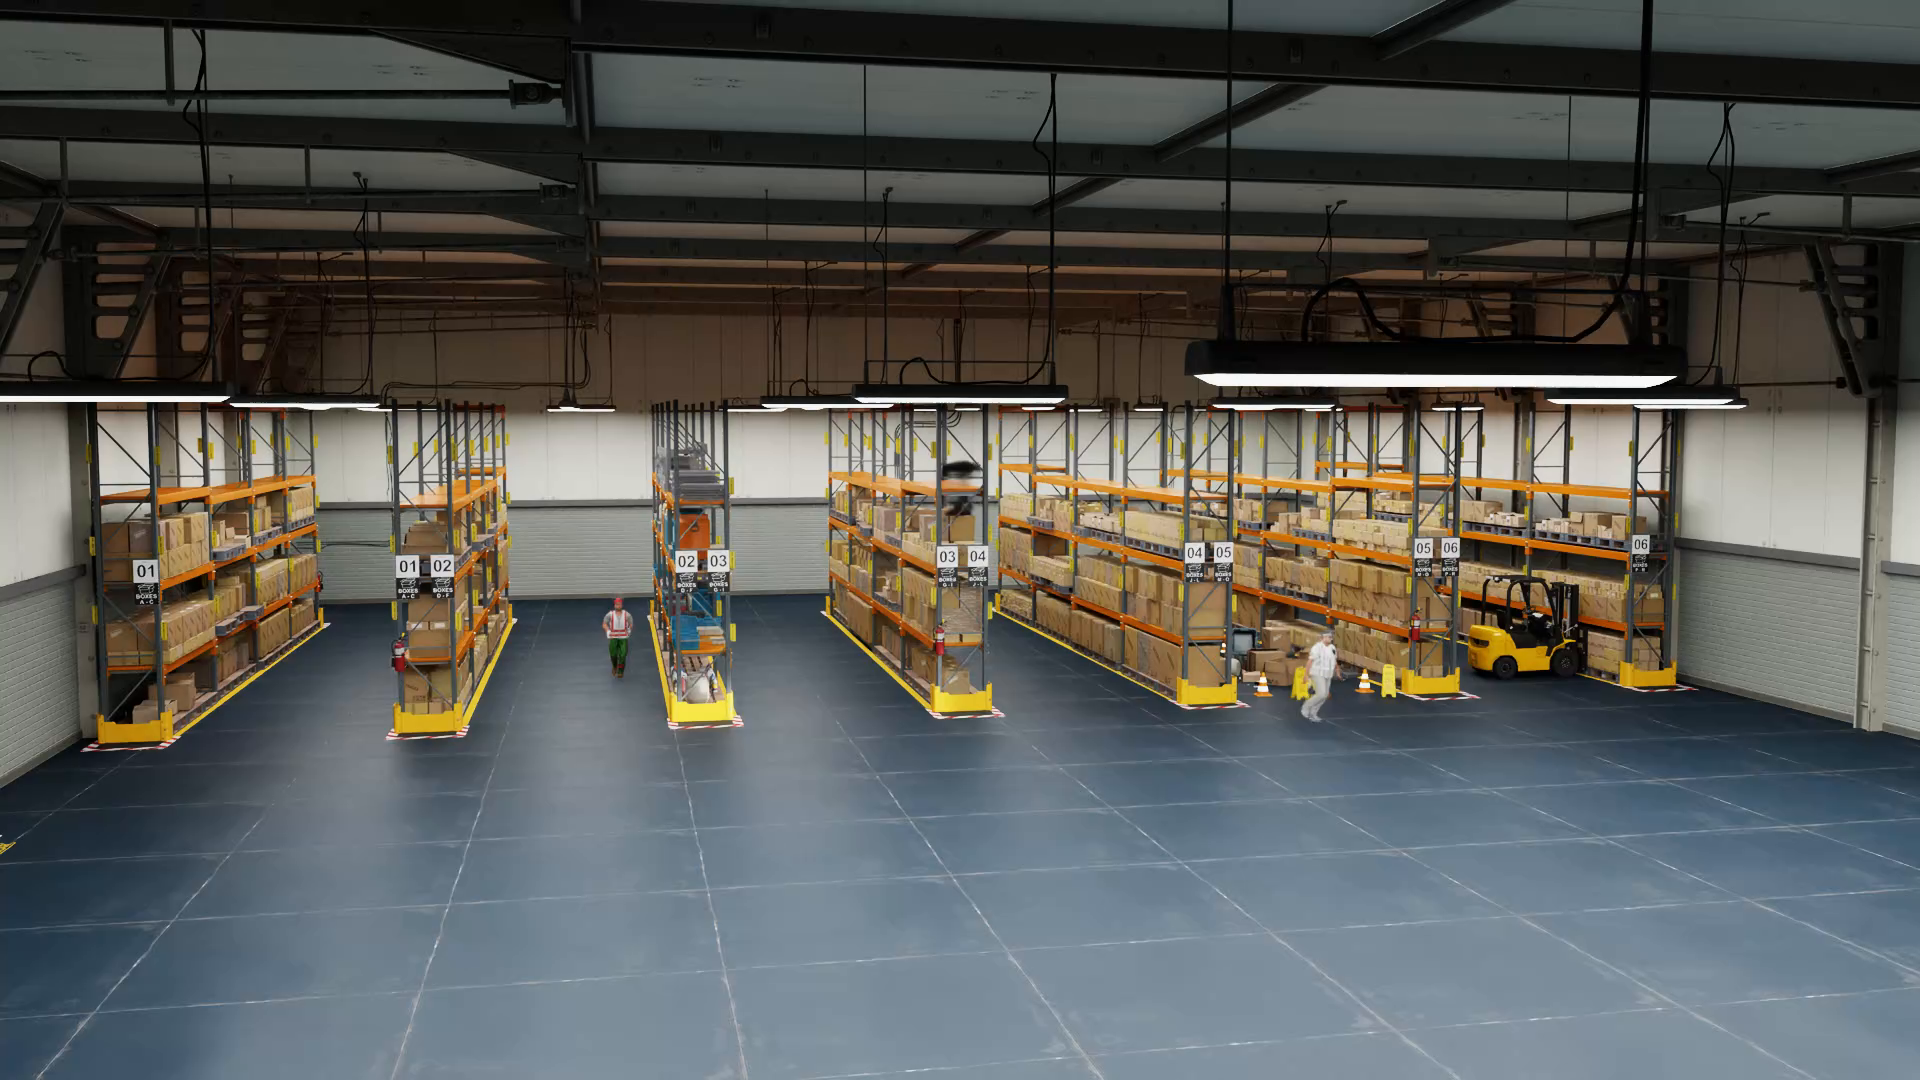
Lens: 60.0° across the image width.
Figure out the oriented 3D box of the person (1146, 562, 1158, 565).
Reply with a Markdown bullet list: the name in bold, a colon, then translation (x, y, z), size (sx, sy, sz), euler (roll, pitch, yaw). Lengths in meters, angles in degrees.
- **person**: translation (6.086, 1.039, 51.243), size (0.860, 1.609, 0.534), euler (-2, 5, -20)

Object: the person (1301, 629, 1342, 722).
- **person**: translation (6.734, 2.525, 31.017), size (0.665, 1.745, 0.590), euler (-3, 5, -37)

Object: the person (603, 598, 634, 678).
- **person**: translation (-7.398, 2.134, 36.024), size (0.653, 1.743, 0.588), euler (-1, 4, -12)
